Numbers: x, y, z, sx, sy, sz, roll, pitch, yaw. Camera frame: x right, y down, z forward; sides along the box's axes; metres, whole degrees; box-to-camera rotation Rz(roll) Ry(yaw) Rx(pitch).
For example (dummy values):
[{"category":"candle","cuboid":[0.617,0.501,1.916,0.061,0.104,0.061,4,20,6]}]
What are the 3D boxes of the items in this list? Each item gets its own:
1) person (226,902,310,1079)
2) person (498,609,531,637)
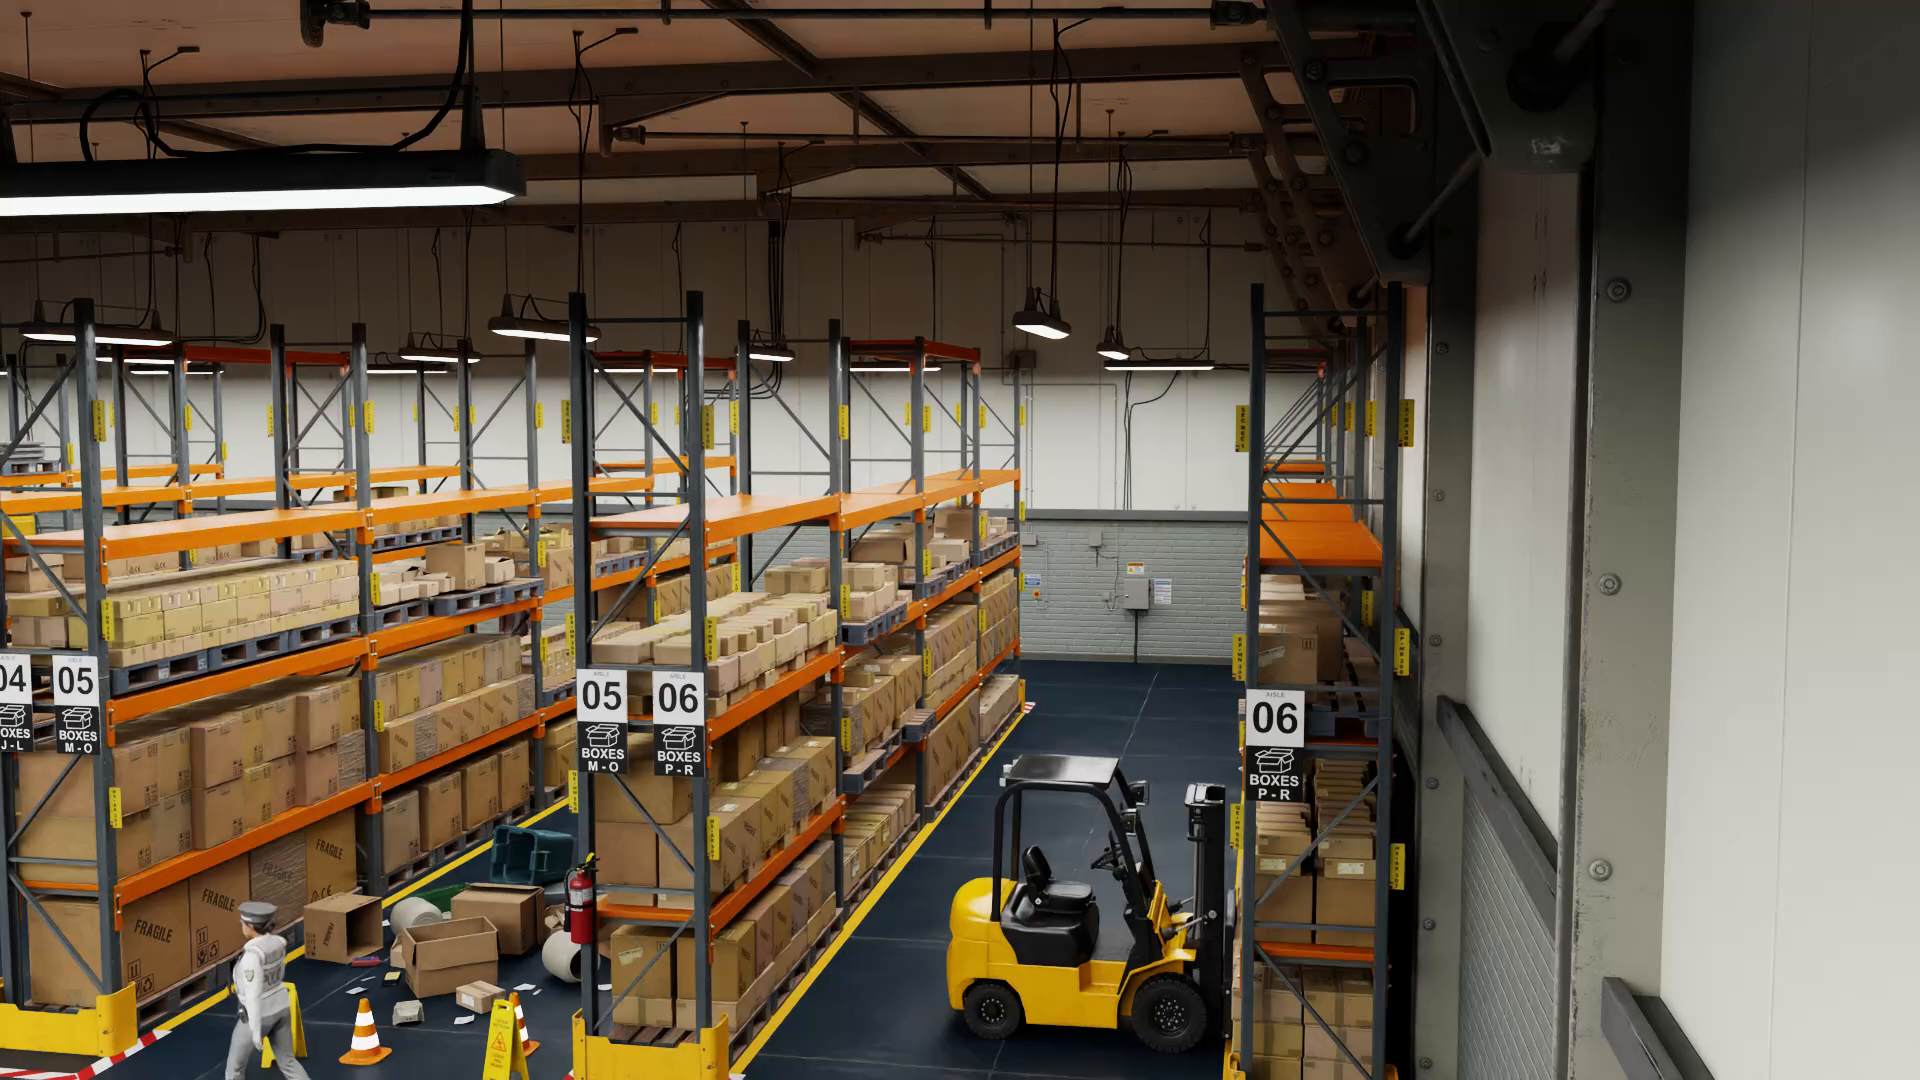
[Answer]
[{"category":"person","cuboid":[-4.990,3.389,11.871,0.840,1.632,0.486,1,5,17]},{"category":"person","cuboid":[-8.452,1.724,31.706,0.646,1.706,1.150,-2,5,-23]}]
